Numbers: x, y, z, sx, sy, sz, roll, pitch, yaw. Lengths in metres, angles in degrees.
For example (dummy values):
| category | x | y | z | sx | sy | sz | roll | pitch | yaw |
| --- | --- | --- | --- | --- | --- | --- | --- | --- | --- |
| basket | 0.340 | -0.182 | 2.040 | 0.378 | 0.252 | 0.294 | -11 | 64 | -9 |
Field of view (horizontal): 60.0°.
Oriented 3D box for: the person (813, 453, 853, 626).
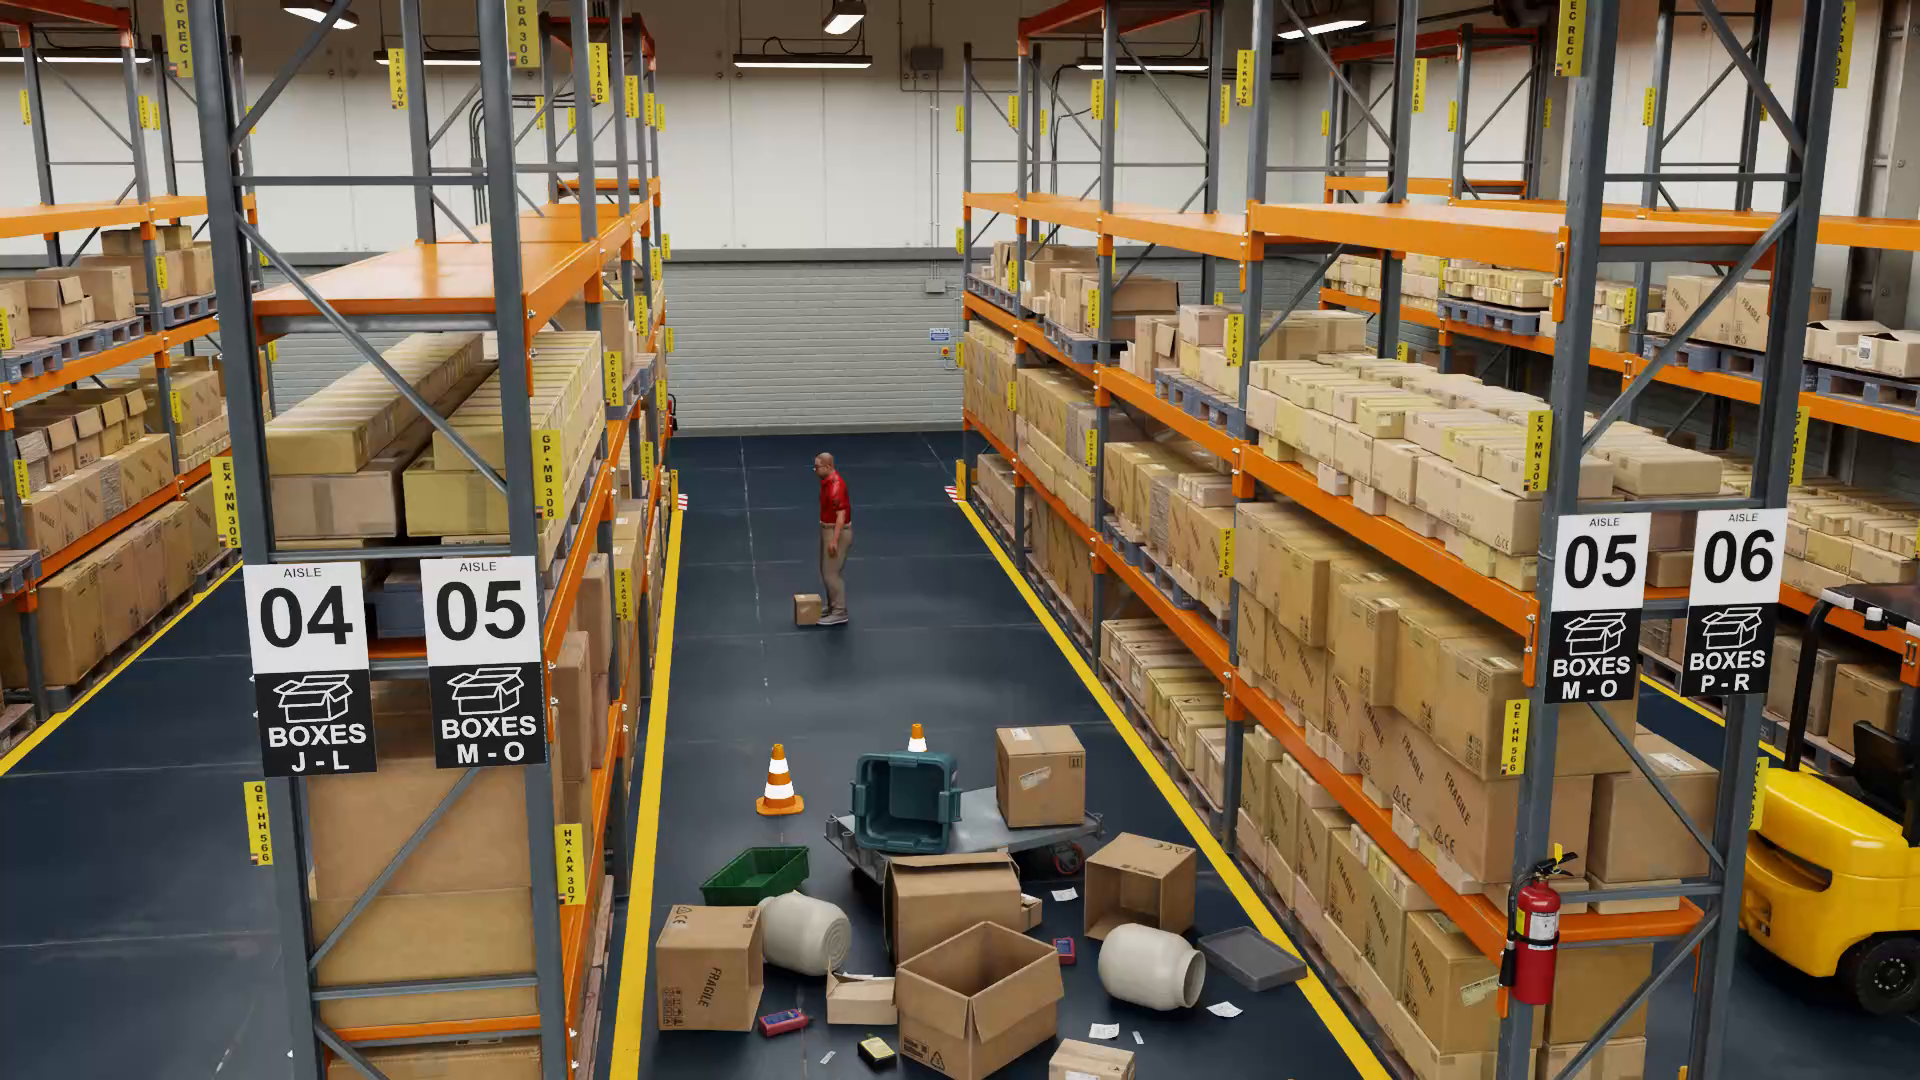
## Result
| category | x | y | z | sx | sy | sz | roll | pitch | yaw |
| --- | --- | --- | --- | --- | --- | --- | --- | --- | --- |
| person | -1.282 | -0.029 | 16.640 | 0.392 | 1.726 | 0.606 | -3 | 13 | -12 |
